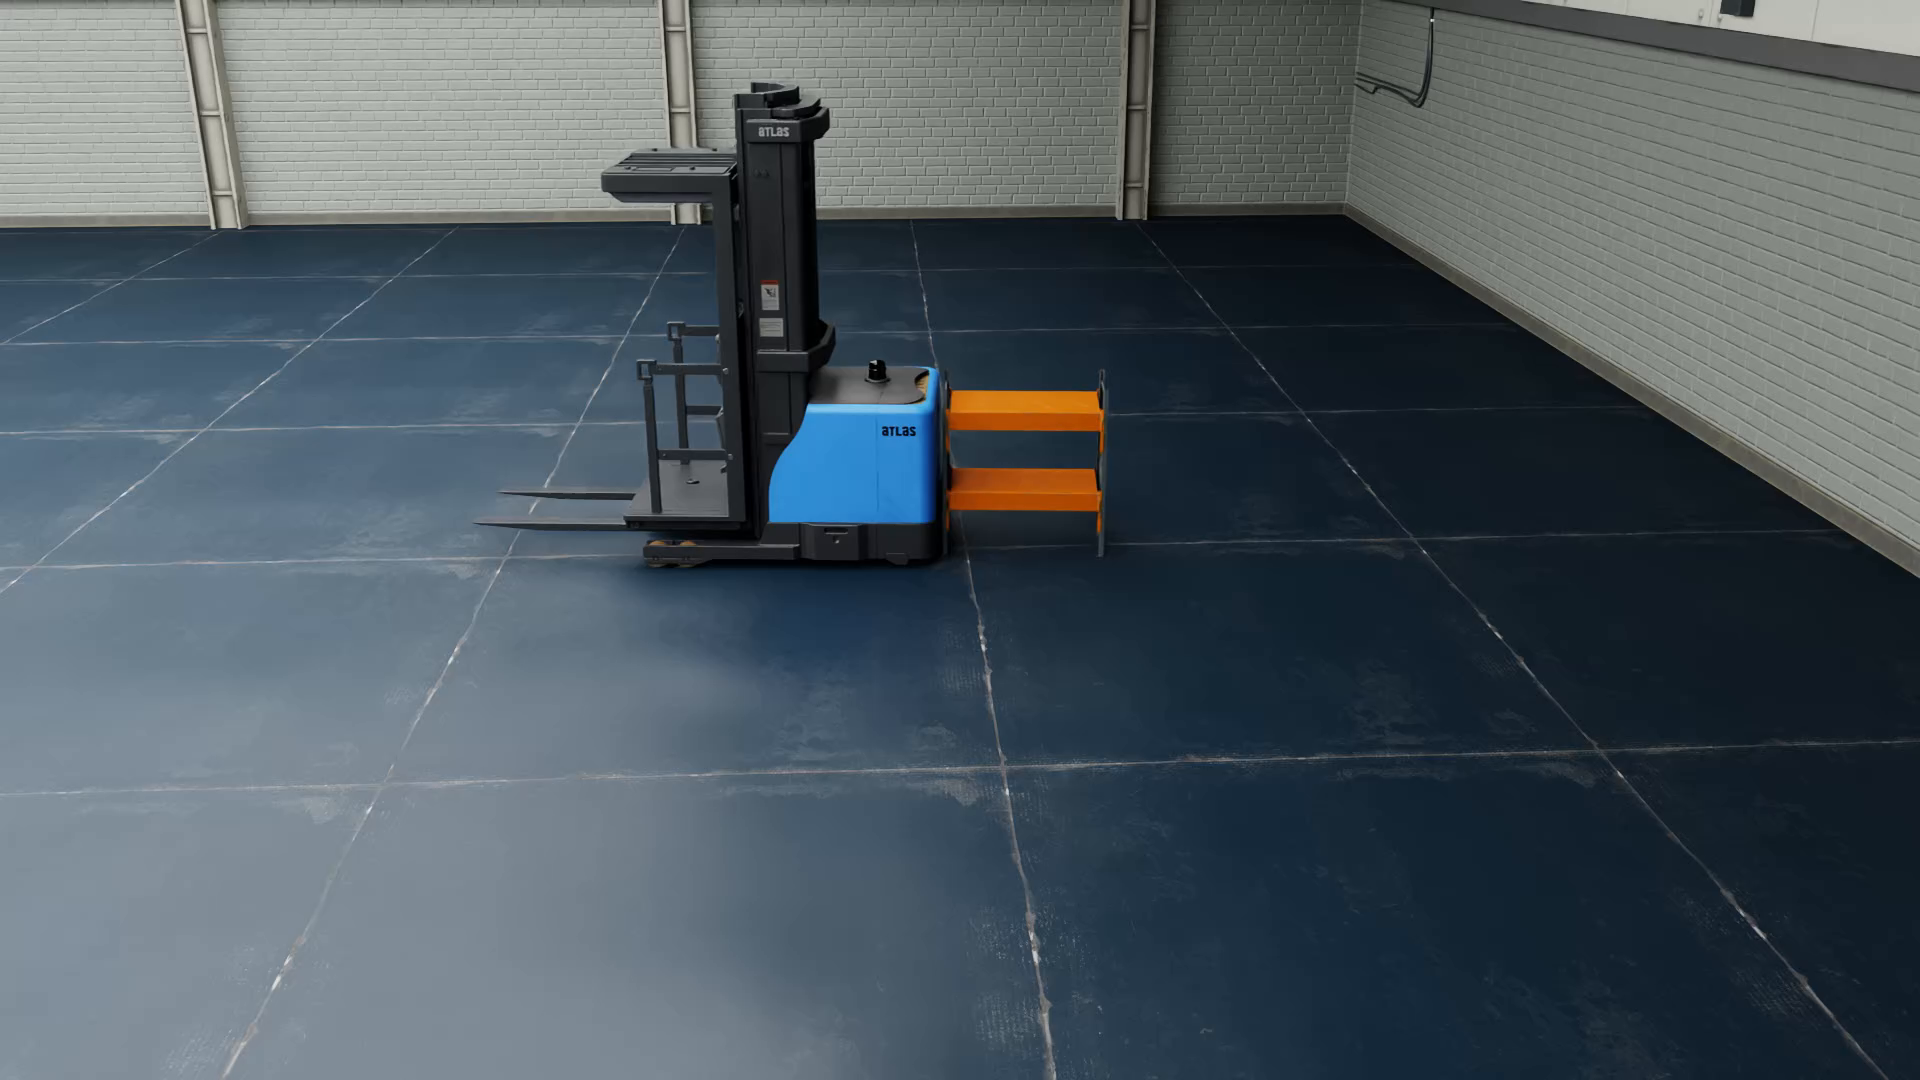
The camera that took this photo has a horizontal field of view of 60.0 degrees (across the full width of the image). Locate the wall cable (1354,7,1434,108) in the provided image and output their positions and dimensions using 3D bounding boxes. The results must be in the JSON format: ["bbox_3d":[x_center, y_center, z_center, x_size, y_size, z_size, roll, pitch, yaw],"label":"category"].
[{"bbox_3d":[5.348,-6.729,20.513,0.112,2.526,3.097,-1,21,-3],"label":"wall cable"}]

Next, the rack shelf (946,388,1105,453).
[{"bbox_3d":[0.418,-0.780,10.767,1.000,0.278,0.538,1,21,1],"label":"rack shelf"}]

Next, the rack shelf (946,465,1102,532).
[{"bbox_3d":[0.418,-0.278,10.959,1.000,0.278,0.538,1,21,1],"label":"rack shelf"}]

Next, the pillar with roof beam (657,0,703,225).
[{"bbox_3d":[-3.413,-6.939,16.700,0.400,9.000,9.100,-1,21,-3],"label":"pillar with roof beam"}]

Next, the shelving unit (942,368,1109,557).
[{"bbox_3d":[0.418,-0.507,10.872,1.048,1.125,0.538,1,21,1],"label":"shelving unit"}]

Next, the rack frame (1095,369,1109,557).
[{"bbox_3d":[0.926,-0.502,10.859,0.032,1.125,0.500,1,21,1],"label":"rack frame"}]

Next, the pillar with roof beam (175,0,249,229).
[{"bbox_3d":[-9.403,-6.817,16.380,0.400,9.000,9.100,-1,21,-3],"label":"pillar with roof beam"}]

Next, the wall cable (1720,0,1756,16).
[{"bbox_3d":[5.874,-6.397,10.497,0.169,6.003,2.305,-1,21,-3],"label":"wall cable"}]

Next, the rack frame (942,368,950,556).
[{"bbox_3d":[-0.090,-0.512,10.884,0.032,1.125,0.500,1,21,1],"label":"rack frame"}]

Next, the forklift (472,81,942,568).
[{"bbox_3d":[-1.647,-1.379,10.624,3.031,2.935,1.130,1,21,1],"label":"forklift"}]

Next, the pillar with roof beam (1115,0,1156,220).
[{"bbox_3d":[2.577,-7.061,17.021,0.400,9.000,9.100,-1,21,-3],"label":"pillar with roof beam"}]
